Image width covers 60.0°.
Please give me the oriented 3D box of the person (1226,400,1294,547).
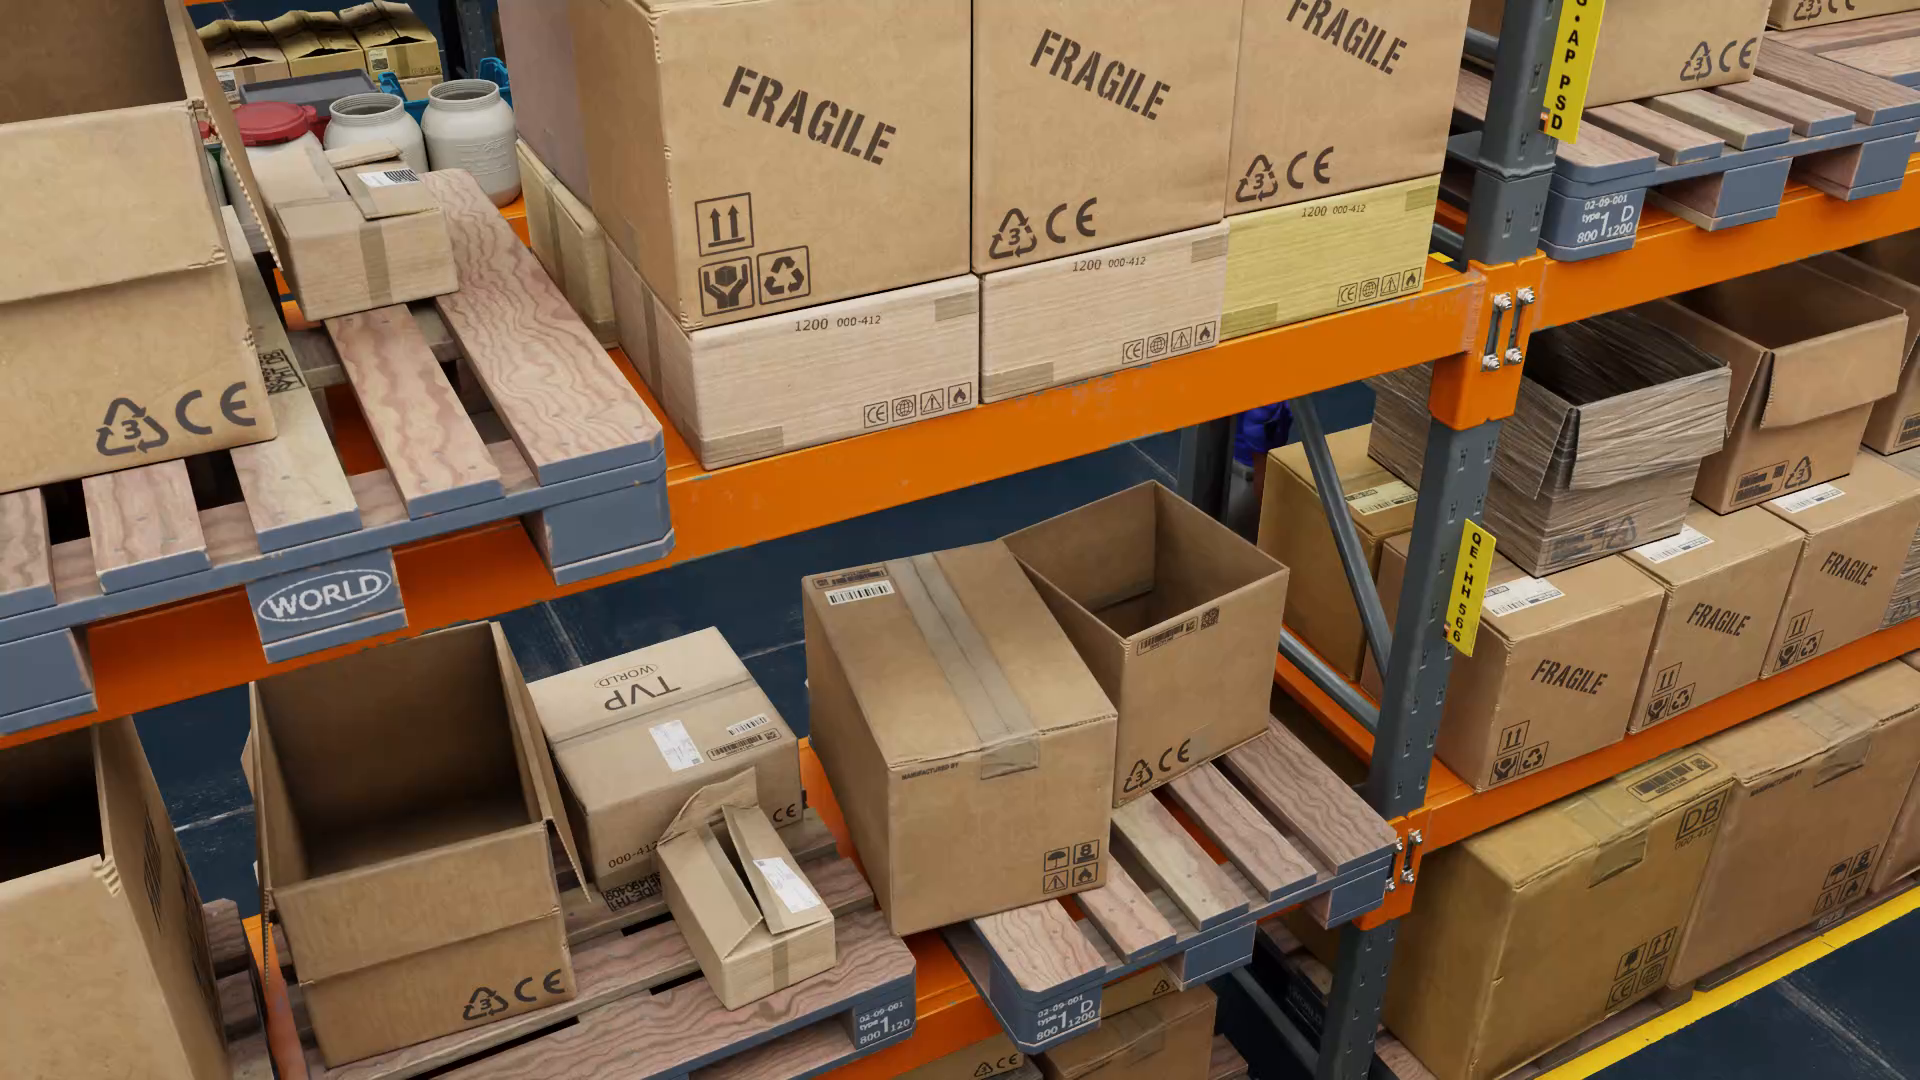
[{"bbox_3d":[1.075,-0.184,6.434,0.312,1.661,0.437,-14,36,-20],"label":"person"}]
